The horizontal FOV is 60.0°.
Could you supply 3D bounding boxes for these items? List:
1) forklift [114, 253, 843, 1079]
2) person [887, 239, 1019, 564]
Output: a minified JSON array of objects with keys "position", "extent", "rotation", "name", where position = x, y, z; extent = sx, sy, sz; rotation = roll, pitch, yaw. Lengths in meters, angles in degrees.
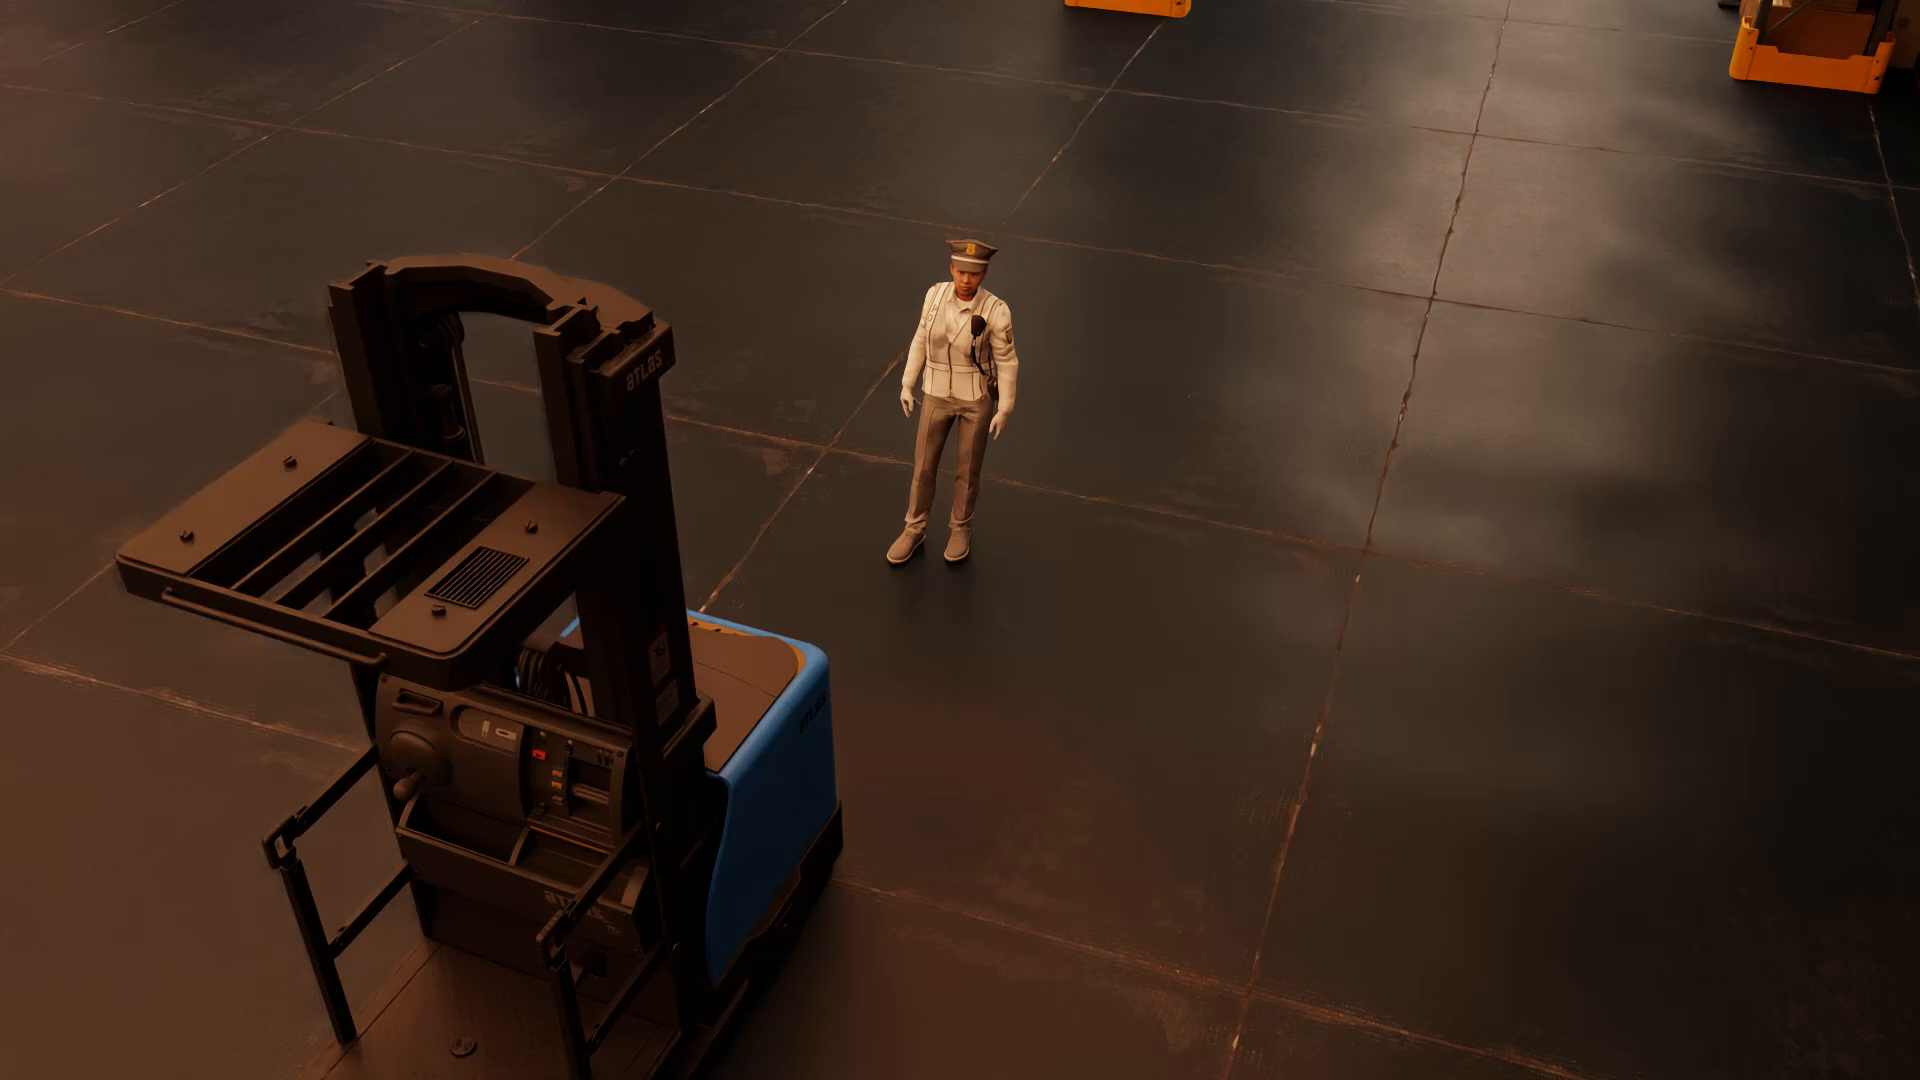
[{"position":[-1.521,0.758,5.042],"extent":[1.130,2.935,3.031],"rotation":[14,38,19],"name":"forklift"},{"position":[-0.030,-0.661,8.099],"extent":[0.586,1.694,0.530],"rotation":[12,37,16],"name":"person"}]
